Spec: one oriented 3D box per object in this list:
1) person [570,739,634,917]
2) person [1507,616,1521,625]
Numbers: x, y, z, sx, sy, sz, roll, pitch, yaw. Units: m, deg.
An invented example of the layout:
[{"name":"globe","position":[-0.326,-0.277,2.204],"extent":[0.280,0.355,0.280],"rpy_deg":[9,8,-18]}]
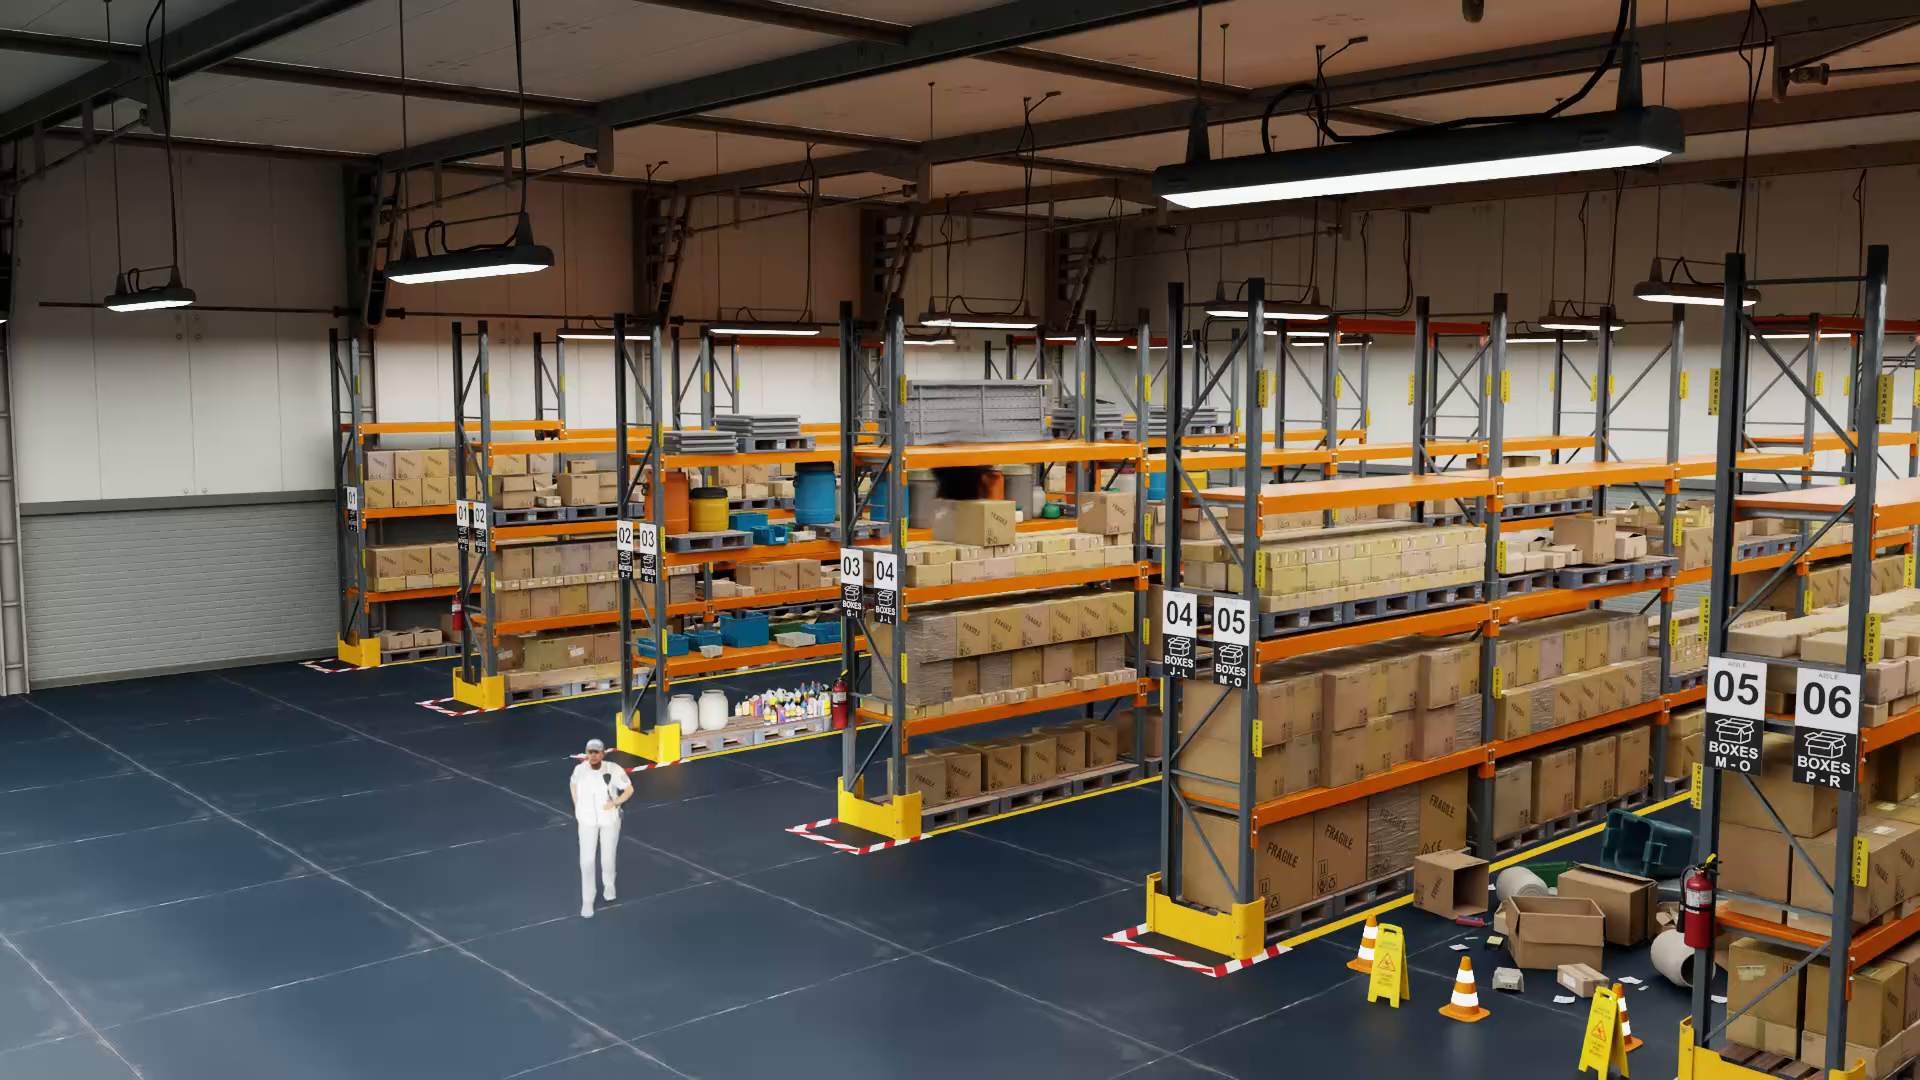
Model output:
[{"name":"person","position":[-3.484,2.766,16.146],"extent":[0.607,1.741,0.689],"rpy_deg":[0,6,-5]},{"name":"person","position":[7.921,1.962,23.772],"extent":[0.683,1.764,0.872],"rpy_deg":[5,7,41]}]
